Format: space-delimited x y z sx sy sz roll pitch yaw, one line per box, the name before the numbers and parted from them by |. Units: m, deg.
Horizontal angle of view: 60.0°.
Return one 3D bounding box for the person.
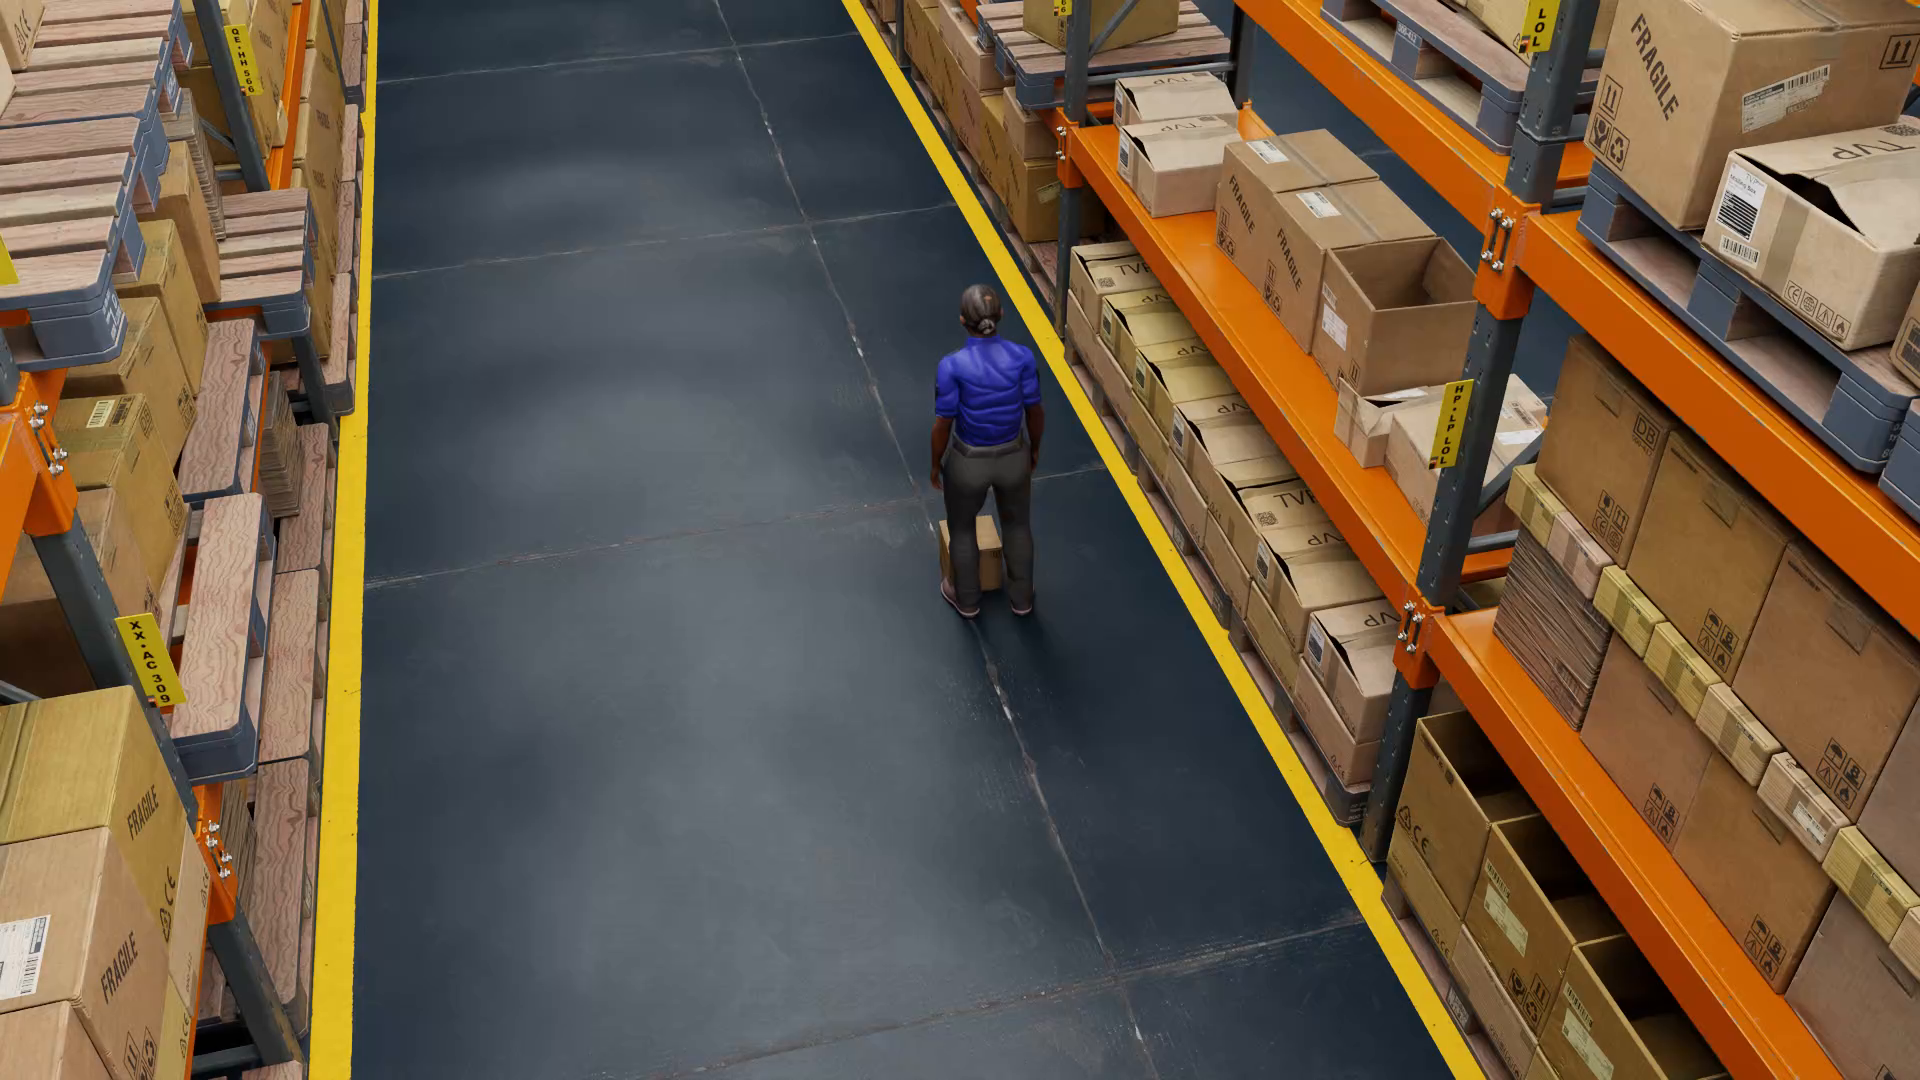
person | 0.113 -0.354 7.164 0.505 1.655 0.390 -9 39 -11
